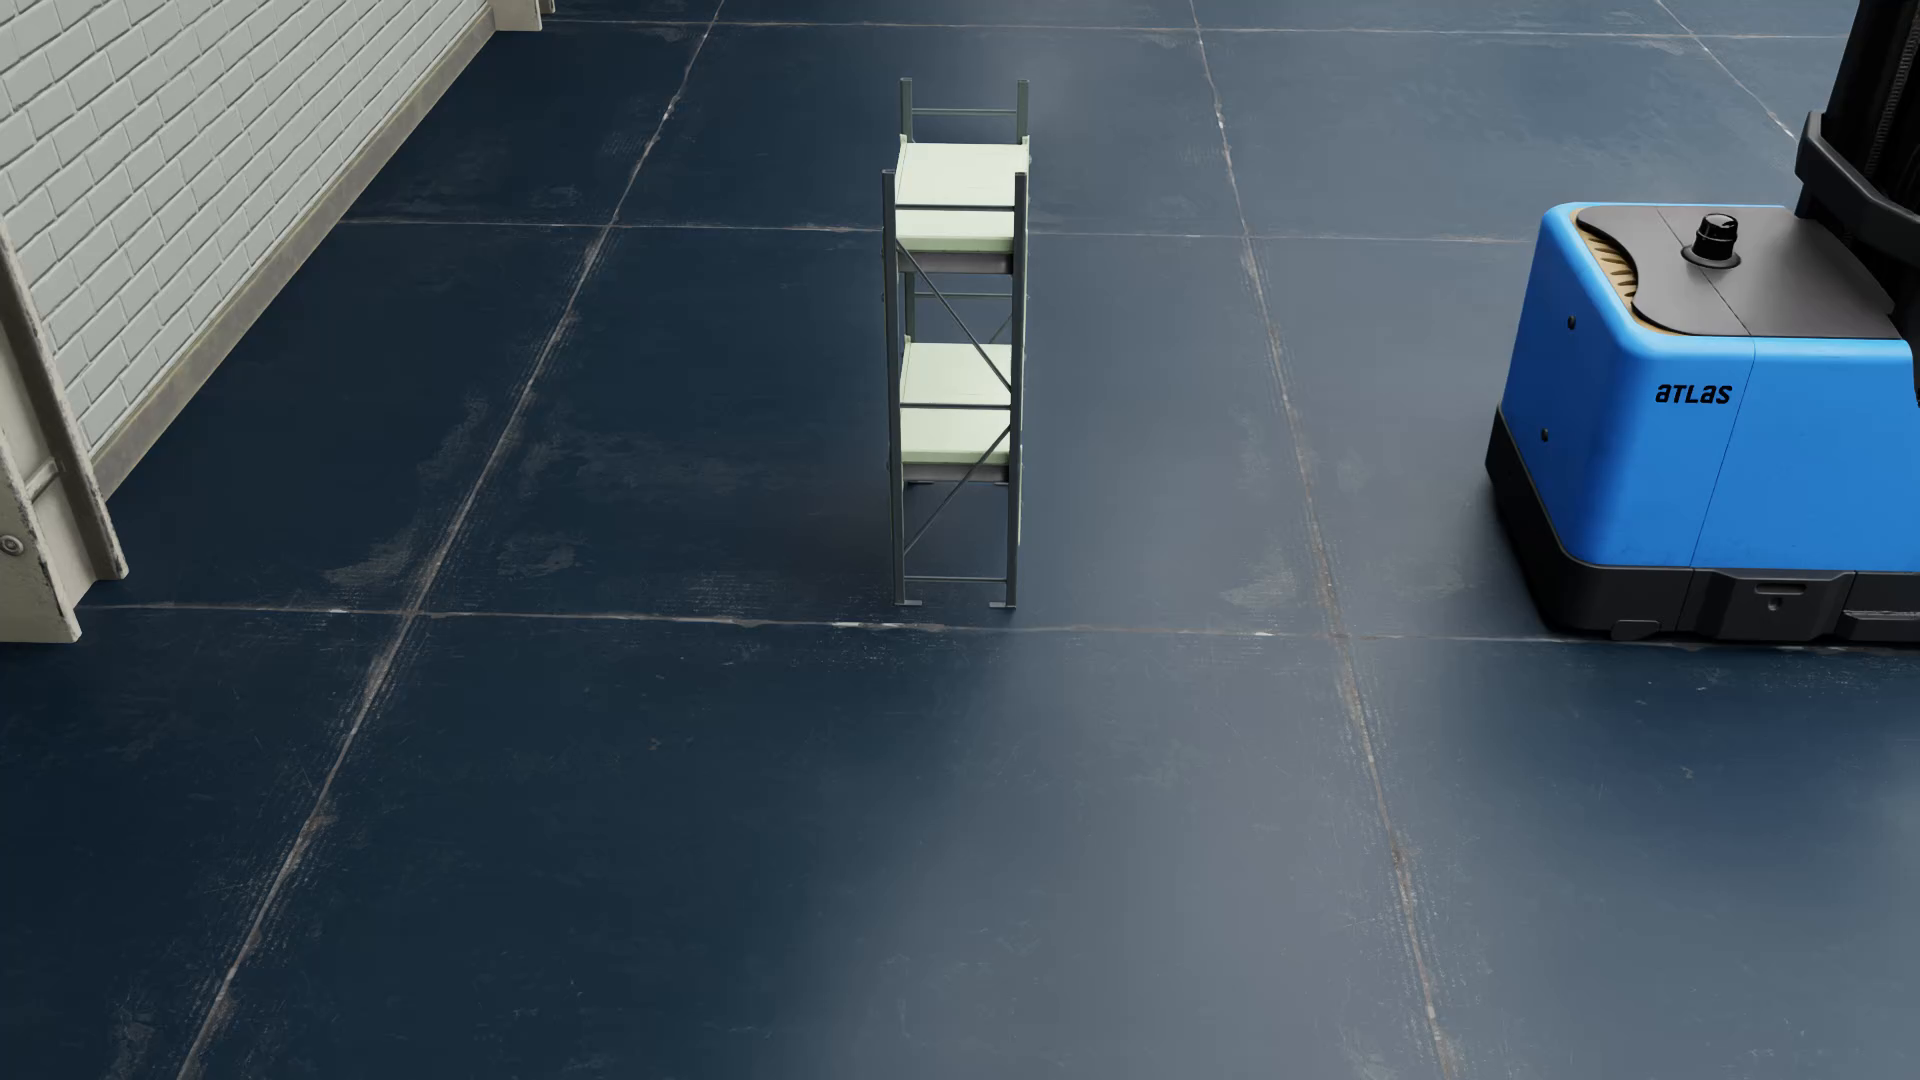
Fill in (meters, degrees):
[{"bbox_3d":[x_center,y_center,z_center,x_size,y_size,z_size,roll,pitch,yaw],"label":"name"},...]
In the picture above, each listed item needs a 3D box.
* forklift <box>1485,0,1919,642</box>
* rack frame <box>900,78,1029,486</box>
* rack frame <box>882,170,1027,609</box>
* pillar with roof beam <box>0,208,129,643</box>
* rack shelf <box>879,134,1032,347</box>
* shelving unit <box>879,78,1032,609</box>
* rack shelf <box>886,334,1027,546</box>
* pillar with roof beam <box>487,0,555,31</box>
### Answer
[{"bbox_3d":[3.395,-1.132,4.812,3.031,2.935,1.130,1,35,2],"label":"forklift"},{"bbox_3d":[0.014,-0.820,5.613,0.400,1.500,0.023,1,35,2],"label":"rack frame"},{"bbox_3d":[-0.015,-0.399,5.014,0.400,1.500,0.023,1,35,2],"label":"rack frame"},{"bbox_3d":[1.341,-3.372,2.722,9.100,9.000,0.400,1,35,2],"label":"pillar with roof beam"},{"bbox_3d":[0.000,-0.929,5.089,0.431,0.370,0.720,1,35,2],"label":"rack shelf"},{"bbox_3d":[0.000,-0.610,5.313,0.431,1.500,0.755,1,35,2],"label":"shelving unit"},{"bbox_3d":[0.000,-0.343,5.501,0.431,0.370,0.720,1,35,2],"label":"rack shelf"},{"bbox_3d":[1.582,-6.819,7.627,9.100,9.000,0.400,1,35,2],"label":"pillar with roof beam"}]
